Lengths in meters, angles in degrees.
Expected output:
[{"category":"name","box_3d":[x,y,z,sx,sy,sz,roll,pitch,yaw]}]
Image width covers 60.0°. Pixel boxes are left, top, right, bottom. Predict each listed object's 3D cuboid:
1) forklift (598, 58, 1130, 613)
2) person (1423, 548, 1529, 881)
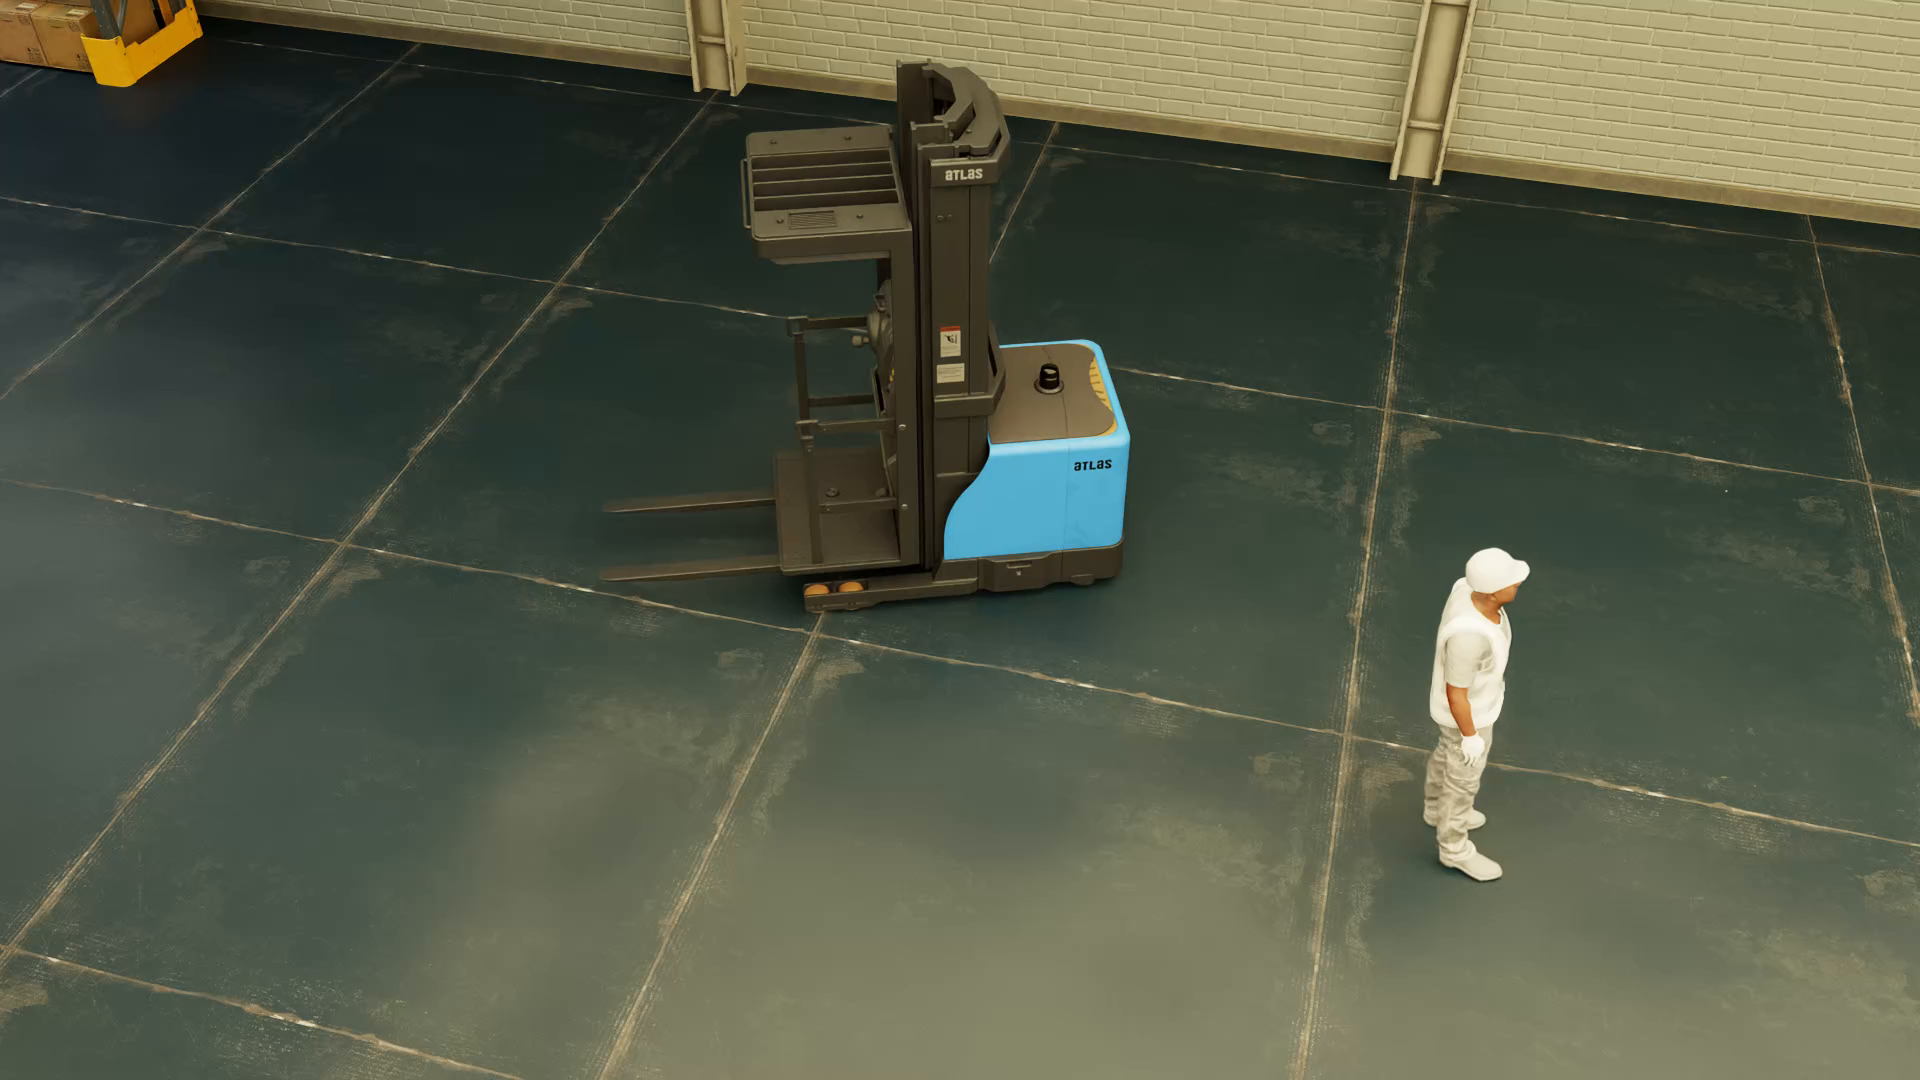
[{"category":"forklift","box_3d":[-0.604,-1.052,9.062,3.031,2.935,1.130,-5,41,-5]},{"category":"person","box_3d":[2.464,0.779,7.835,0.565,1.785,0.654,12,43,13]}]
